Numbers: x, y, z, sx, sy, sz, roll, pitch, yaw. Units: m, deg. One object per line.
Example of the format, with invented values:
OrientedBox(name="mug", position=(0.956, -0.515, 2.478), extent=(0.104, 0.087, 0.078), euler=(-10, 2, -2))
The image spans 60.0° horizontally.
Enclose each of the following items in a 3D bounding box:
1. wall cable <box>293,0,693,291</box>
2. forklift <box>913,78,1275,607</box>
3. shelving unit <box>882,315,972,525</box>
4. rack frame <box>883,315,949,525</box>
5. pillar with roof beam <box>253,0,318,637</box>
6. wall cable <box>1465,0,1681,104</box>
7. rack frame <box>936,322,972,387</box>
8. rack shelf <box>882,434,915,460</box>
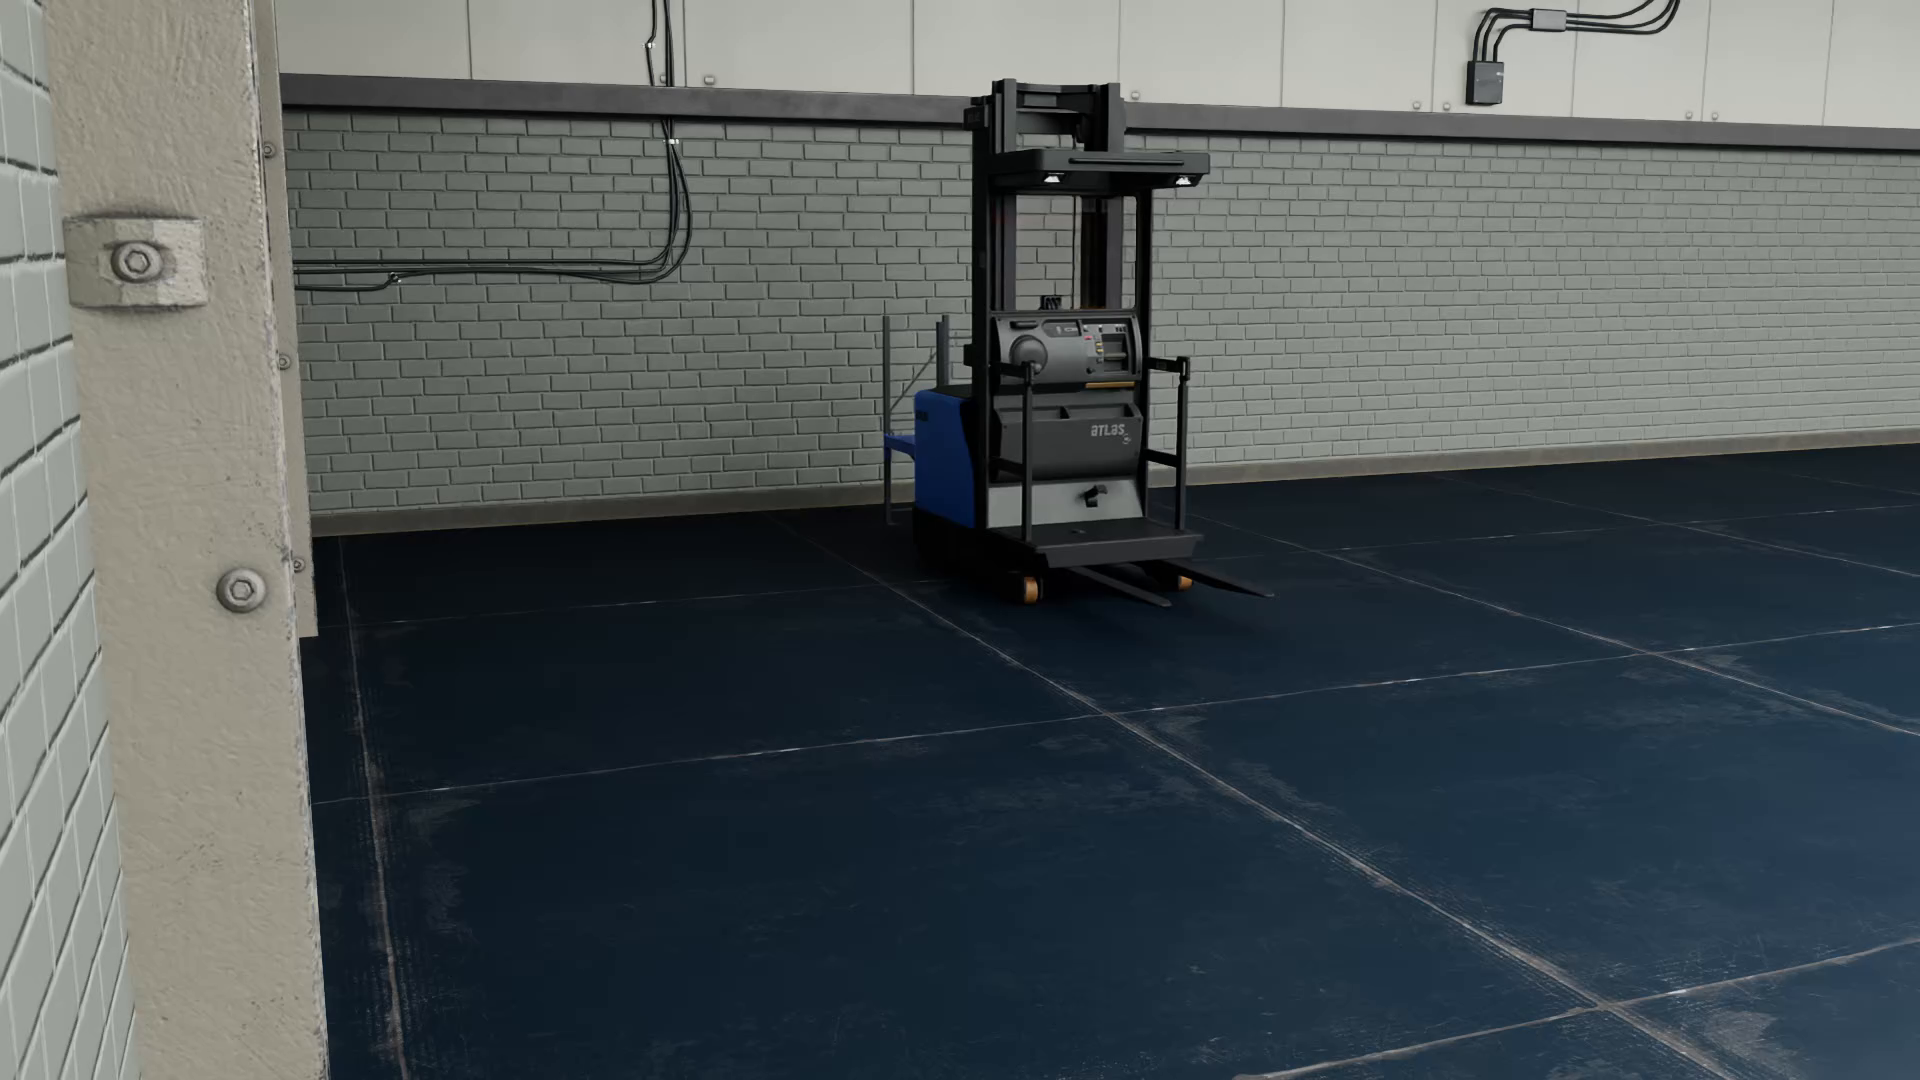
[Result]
OrientedBox(name="wall cable", position=(-3.380, -2.992, 11.410), extent=(3.097, 2.526, 0.112), euler=(-4, 11, -21))
OrientedBox(name="forklift", position=(0.727, -1.162, 9.586), extent=(1.130, 2.935, 3.031), euler=(-4, 11, -22))
OrientedBox(name="shelving unit", position=(-0.116, -0.783, 11.541), extent=(0.538, 1.500, 1.048), euler=(-4, 11, -22))
OrientedBox(name="rack frame", position=(-0.313, -0.865, 12.002), extent=(0.500, 1.500, 0.032), euler=(-4, 11, -22))
OrientedBox(name="pillar with roof beam", position=(0.467, -4.229, 9.499), extent=(9.100, 9.000, 0.400), euler=(-4, 11, -21))
OrientedBox(name="wall cable", position=(5.474, -6.795, 14.213), extent=(2.305, 6.003, 0.169), euler=(-4, 11, -21))
OrientedBox(name="rack frame", position=(0.081, -0.701, 11.079), extent=(0.500, 1.500, 0.032), euler=(-4, 11, -22))
OrientedBox(name="rack shelf", position=(-0.116, -0.606, 11.572), extent=(0.538, 0.185, 1.000), euler=(-4, 11, -22))
